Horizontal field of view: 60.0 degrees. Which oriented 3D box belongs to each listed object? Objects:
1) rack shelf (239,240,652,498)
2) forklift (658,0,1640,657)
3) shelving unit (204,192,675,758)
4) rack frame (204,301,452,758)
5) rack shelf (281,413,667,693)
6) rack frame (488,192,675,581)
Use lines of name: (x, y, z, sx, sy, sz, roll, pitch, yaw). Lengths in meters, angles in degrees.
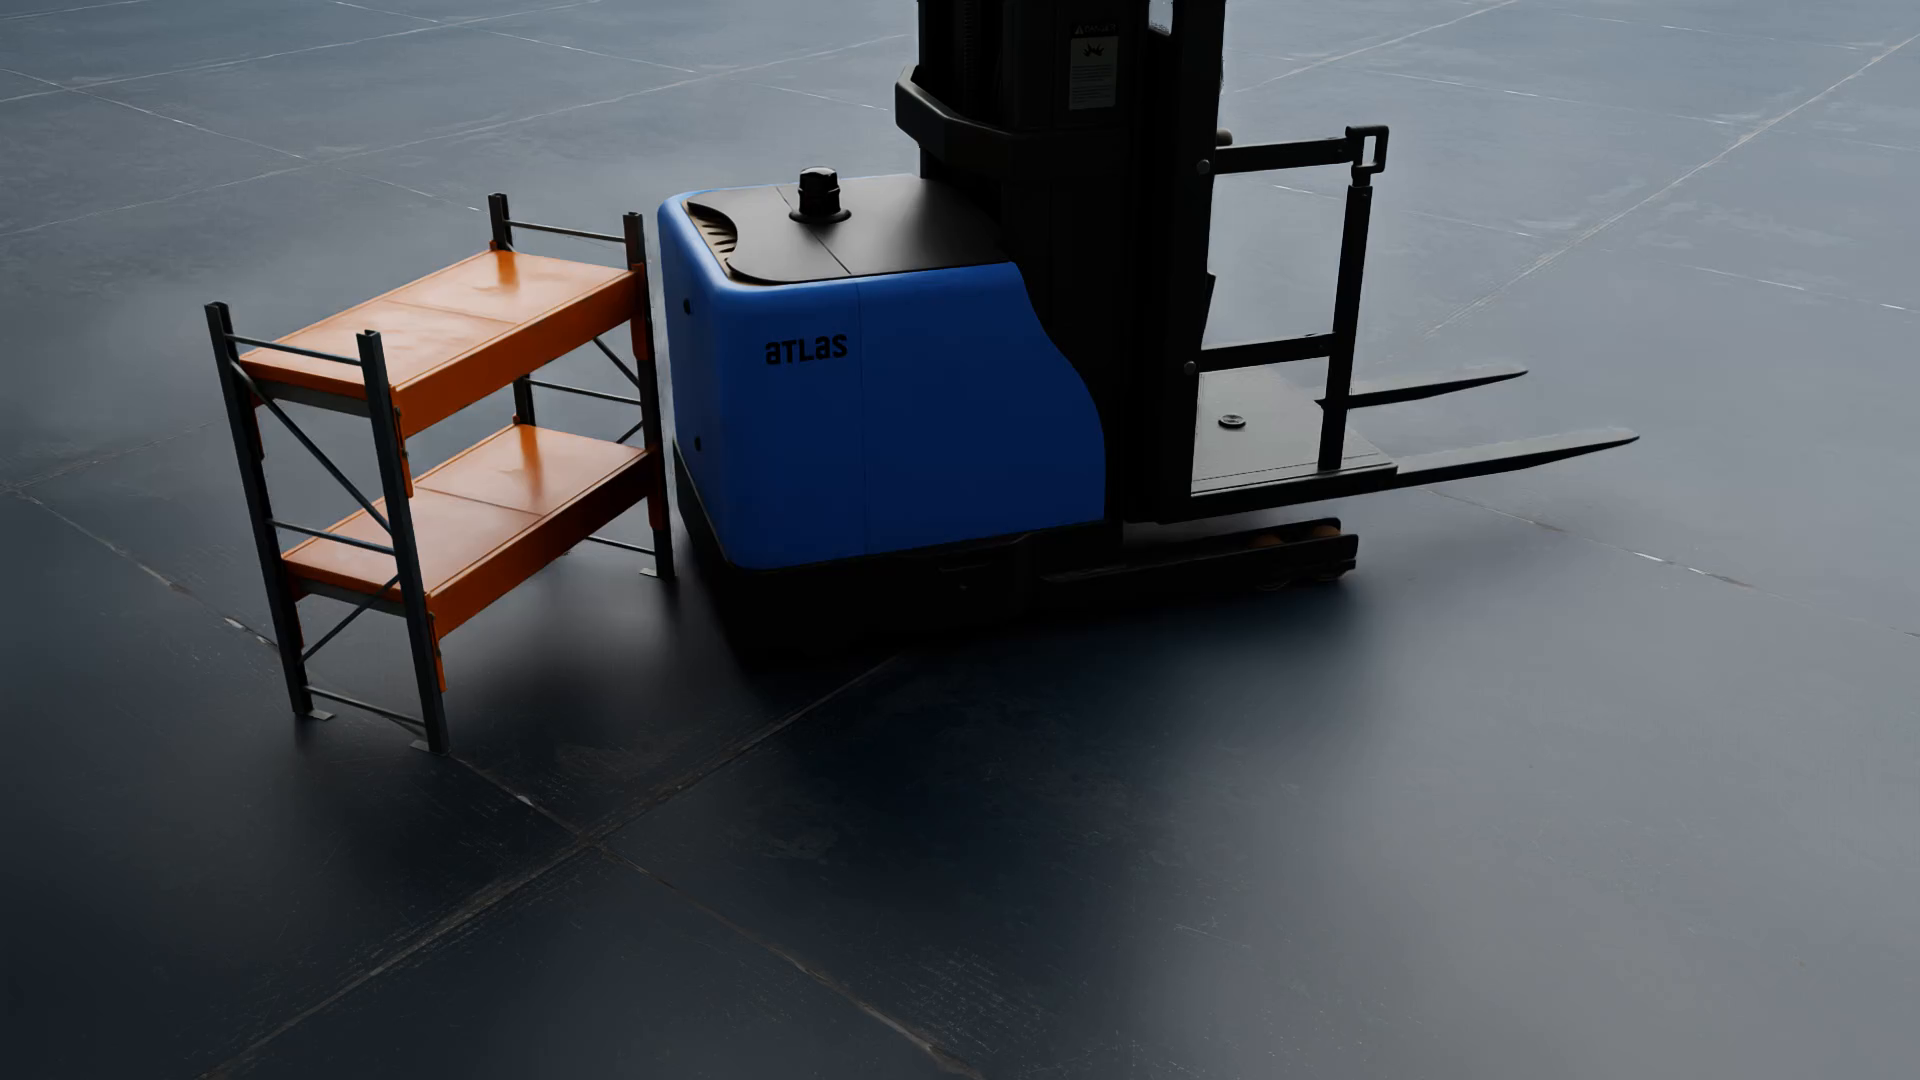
rack shelf: (-1.309, -0.477, 4.311, 0.538, 0.278, 1.000, 12, 30, 22)
forklift: (0.676, -1.370, 4.709, 3.031, 2.935, 1.130, -9, 29, -16)
shelving unit: (-1.309, -0.217, 4.445, 0.538, 1.125, 1.048, 12, 30, 22)
rack frame: (-1.522, -0.005, 4.035, 0.500, 1.125, 0.032, 12, 30, 22)
rack shelf: (-1.309, 0.000, 4.557, 0.538, 0.278, 1.000, 12, 30, 22)
rack frame: (-1.096, -0.429, 4.855, 0.500, 1.125, 0.032, 12, 30, 22)
